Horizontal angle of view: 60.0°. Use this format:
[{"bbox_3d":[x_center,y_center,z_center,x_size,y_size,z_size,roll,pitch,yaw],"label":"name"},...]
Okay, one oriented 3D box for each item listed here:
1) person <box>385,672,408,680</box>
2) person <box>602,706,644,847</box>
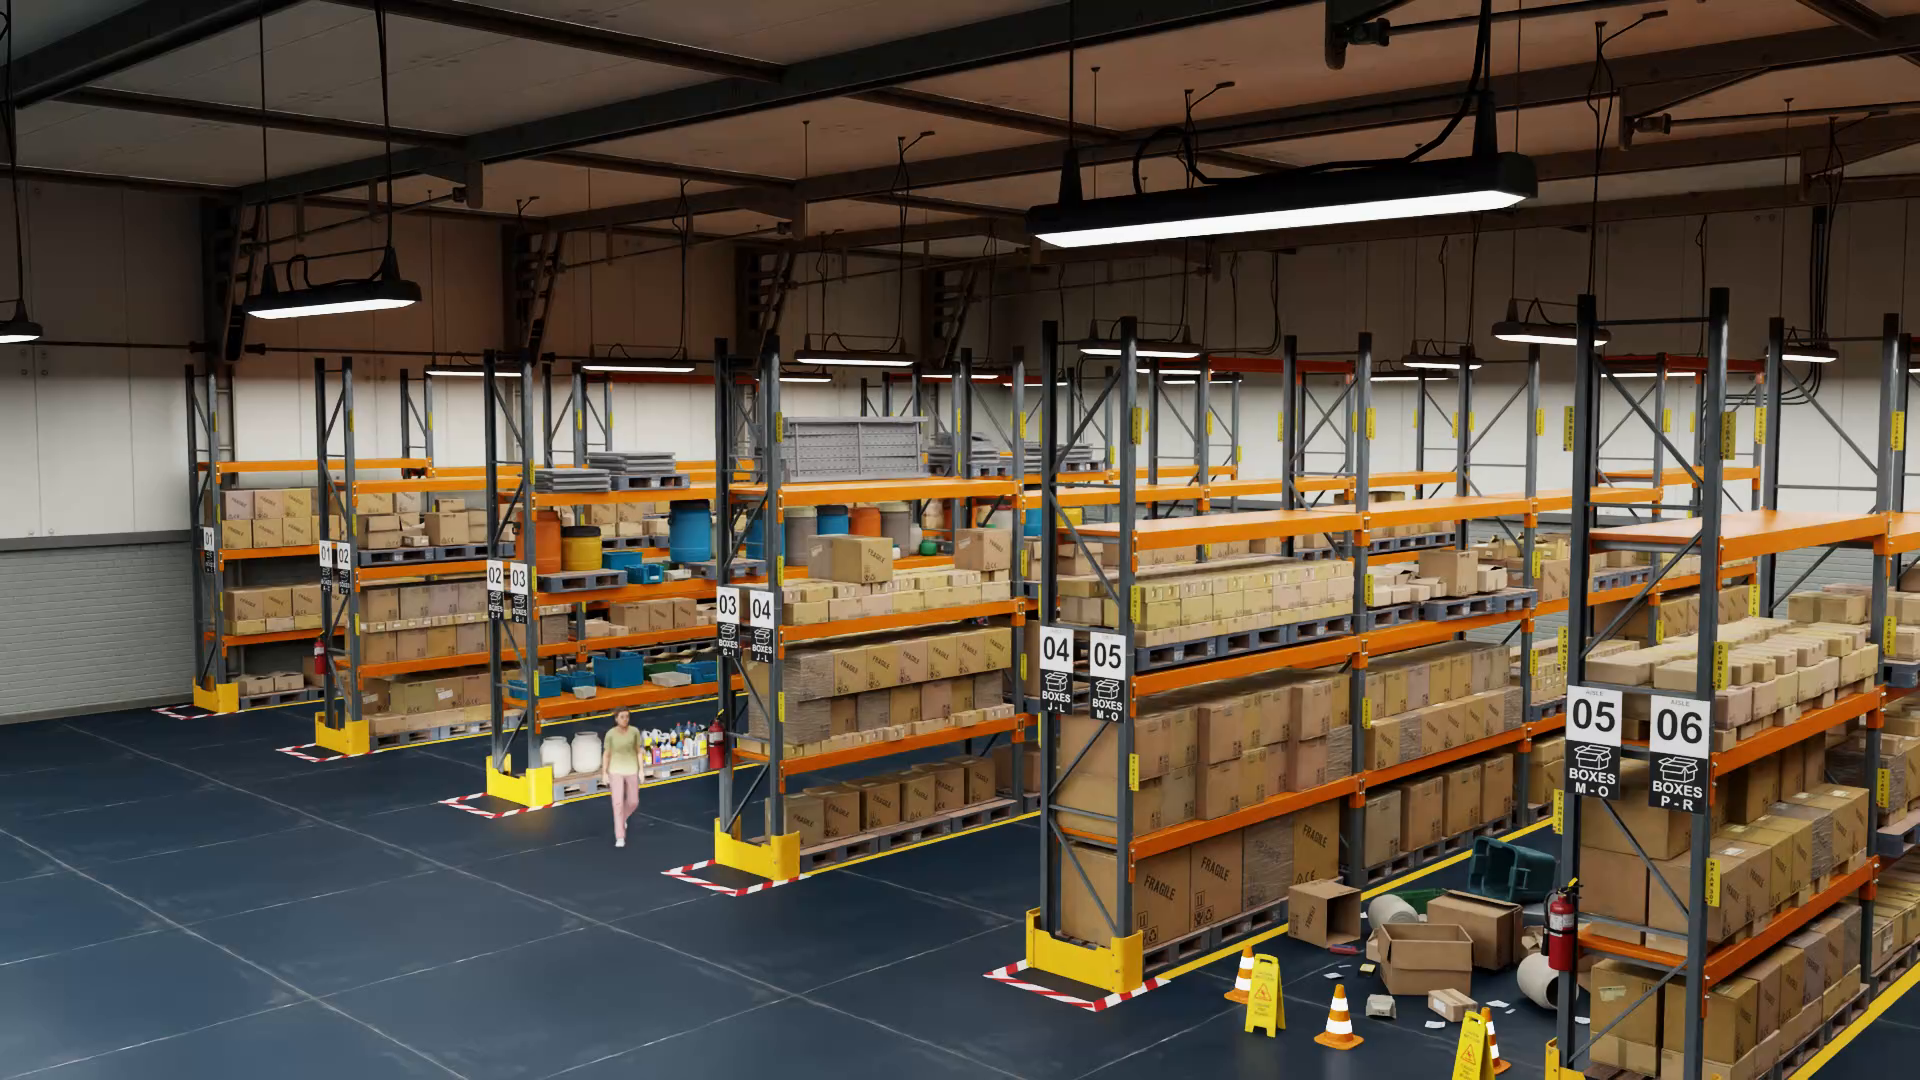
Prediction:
[{"bbox_3d":[-9.383,2.261,28.041,0.500,1.547,0.482,3,5,31],"label":"person"},{"bbox_3d":[-4.062,2.805,20.055,0.484,1.635,0.922,-2,5,-22],"label":"person"}]
